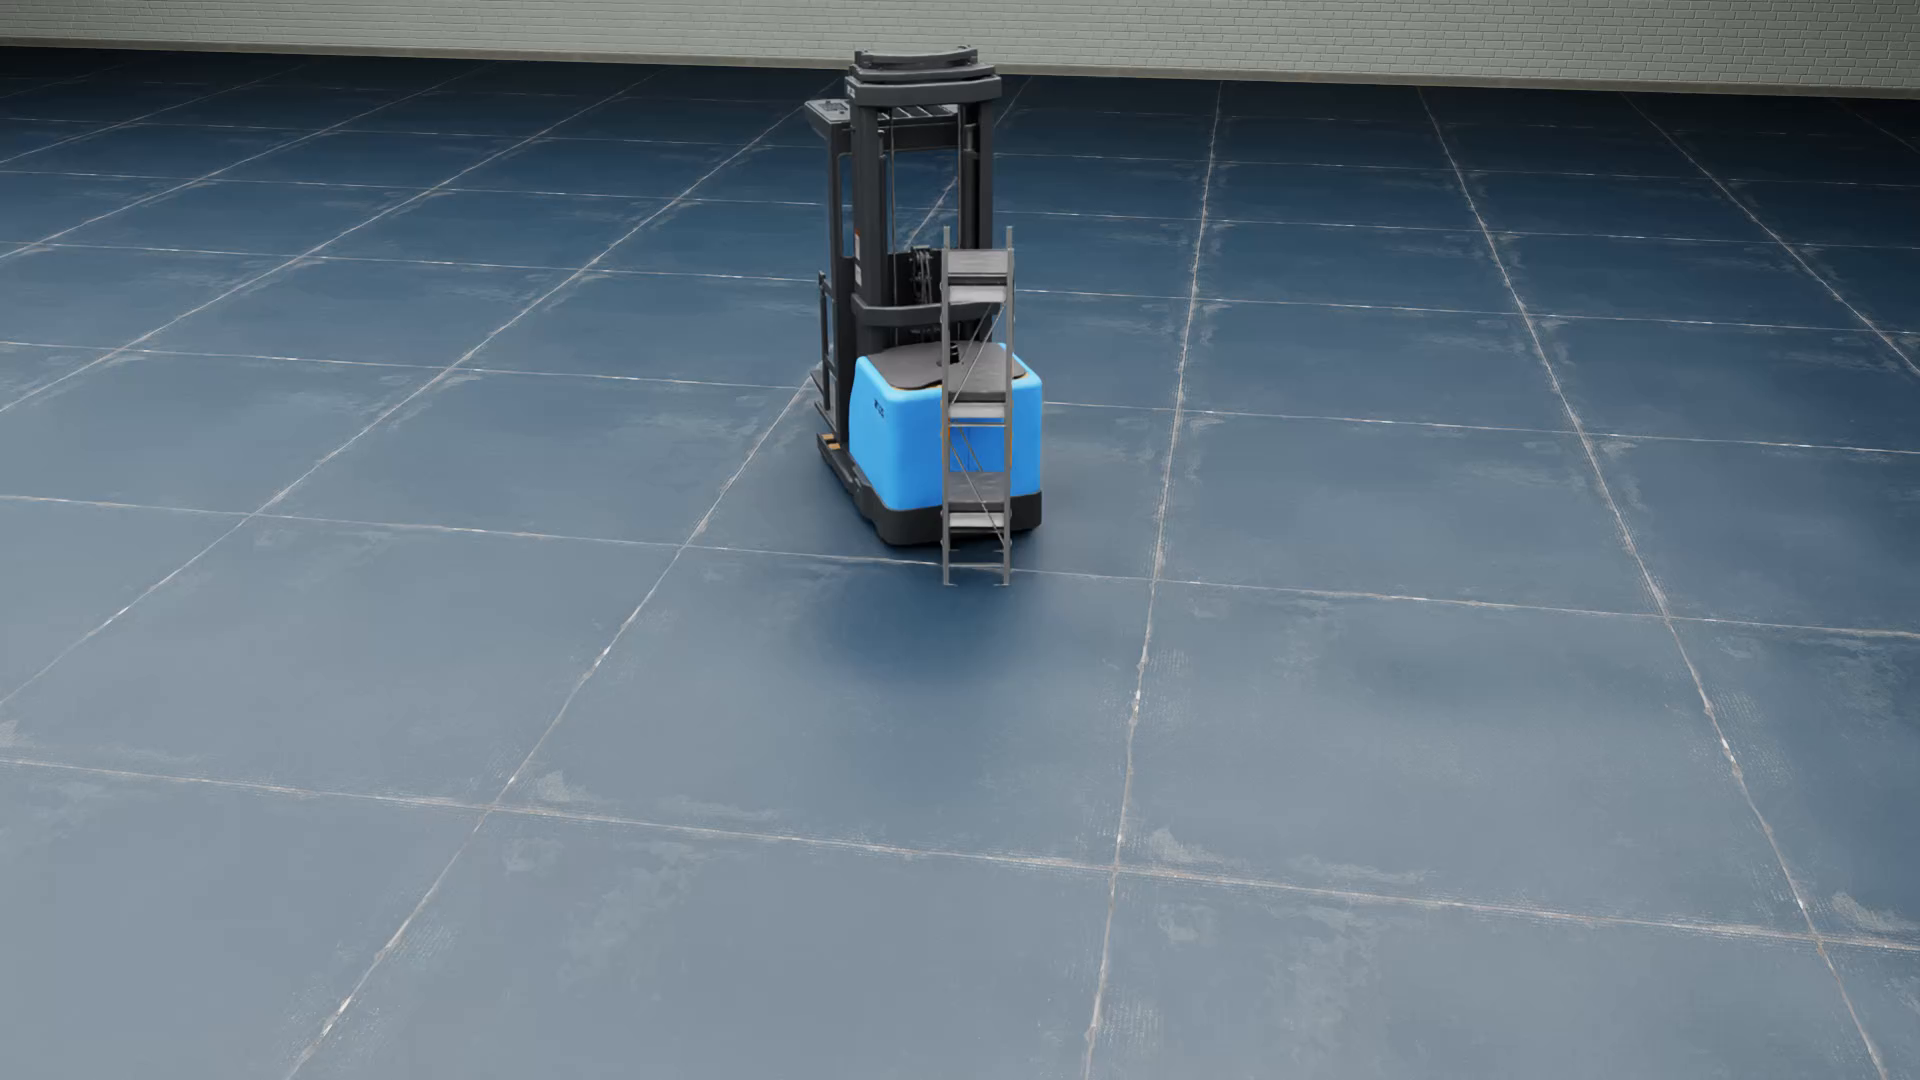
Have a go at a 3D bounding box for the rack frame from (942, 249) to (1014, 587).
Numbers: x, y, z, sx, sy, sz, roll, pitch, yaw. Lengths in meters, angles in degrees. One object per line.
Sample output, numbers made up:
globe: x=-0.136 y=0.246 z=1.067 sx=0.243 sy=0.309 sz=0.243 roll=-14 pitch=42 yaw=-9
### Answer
rack frame: x=0.098 y=-0.669 z=9.702 sx=0.400 sy=2.100 sz=0.015 roll=0 pitch=25 yaw=1

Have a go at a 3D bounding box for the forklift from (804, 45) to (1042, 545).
forklift: x=-0.399 y=-1.895 z=11.341 sx=1.130 sy=2.935 sz=3.031 roll=-8 pitch=26 yaw=-16

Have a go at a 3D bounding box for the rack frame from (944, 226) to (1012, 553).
rack frame: x=0.106 y=-0.876 z=10.144 sx=0.400 sy=2.100 sz=0.015 roll=0 pitch=25 yaw=1

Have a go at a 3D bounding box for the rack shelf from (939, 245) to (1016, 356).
rack shelf: x=0.102 y=-1.394 z=9.632 sx=0.431 sy=0.518 sz=0.480 roll=0 pitch=25 yaw=1

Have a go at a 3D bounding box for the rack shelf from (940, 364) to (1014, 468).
rack shelf: x=0.102 y=-0.760 z=9.929 sx=0.431 sy=0.518 sz=0.480 roll=0 pitch=25 yaw=1

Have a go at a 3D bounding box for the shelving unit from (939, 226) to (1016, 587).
shelving unit: x=0.102 y=-0.772 z=9.923 sx=0.431 sy=2.100 sz=0.503 roll=0 pitch=25 yaw=1

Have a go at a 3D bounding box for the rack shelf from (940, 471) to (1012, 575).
rack shelf: x=0.102 y=-0.126 z=10.226 sx=0.431 sy=0.518 sz=0.480 roll=0 pitch=25 yaw=1
